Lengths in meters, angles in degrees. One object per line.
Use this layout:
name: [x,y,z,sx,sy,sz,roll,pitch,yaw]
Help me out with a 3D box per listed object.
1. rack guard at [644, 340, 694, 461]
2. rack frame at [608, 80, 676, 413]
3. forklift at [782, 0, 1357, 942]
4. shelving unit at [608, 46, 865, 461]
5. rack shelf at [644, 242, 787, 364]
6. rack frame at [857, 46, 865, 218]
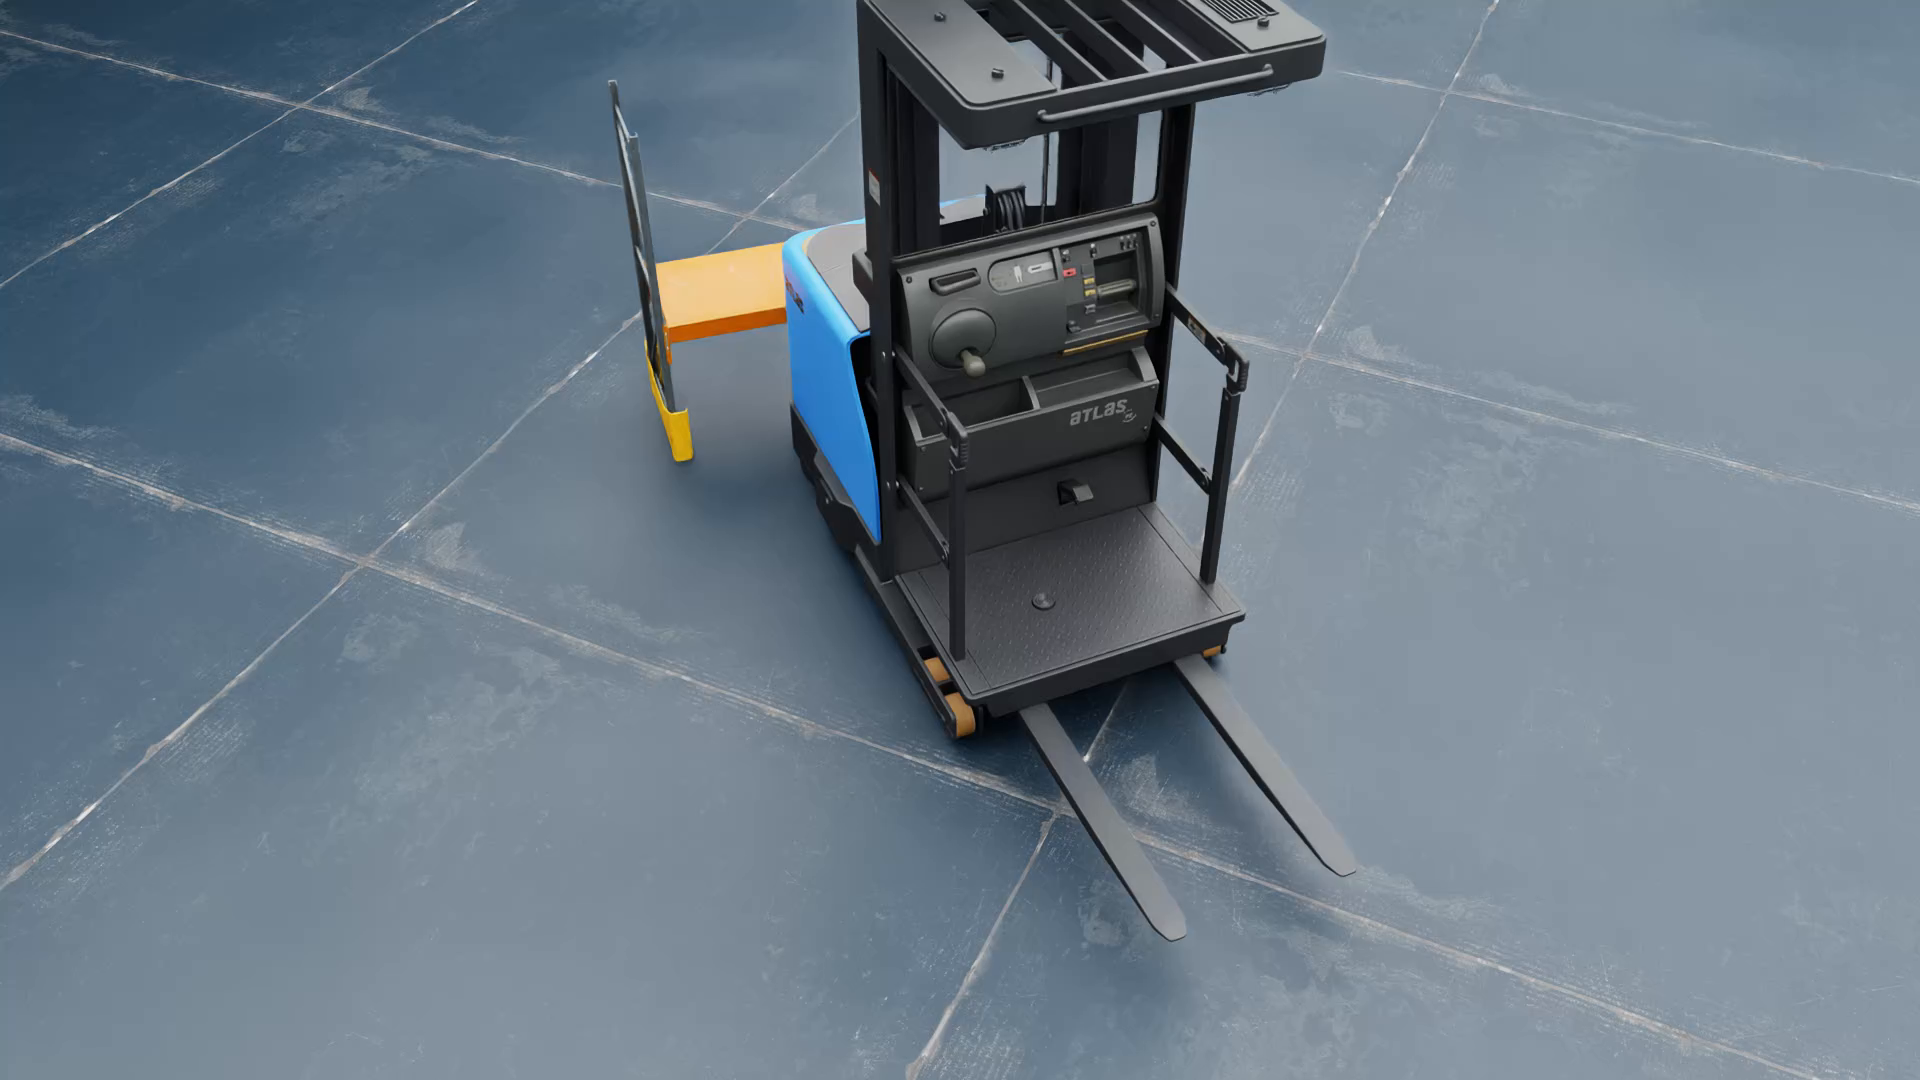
rack guard: [-1.275,-0.620,7.275,0.087,0.250,0.587,-12,42,-14]
rack frame: [-1.293,-1.089,6.861,0.032,1.500,0.500,-12,42,-14]
forklift: [0.338,-0.725,5.348,1.130,2.935,3.031,-16,43,-17]
shelving unit: [-0.802,-1.196,6.984,1.083,1.500,0.587,-12,42,-14]
rack shelf: [-0.811,-1.058,7.100,1.000,0.185,0.538,-12,42,-14]
rack frame: [-0.329,-1.299,7.103,0.032,1.500,0.500,-12,42,-14]
